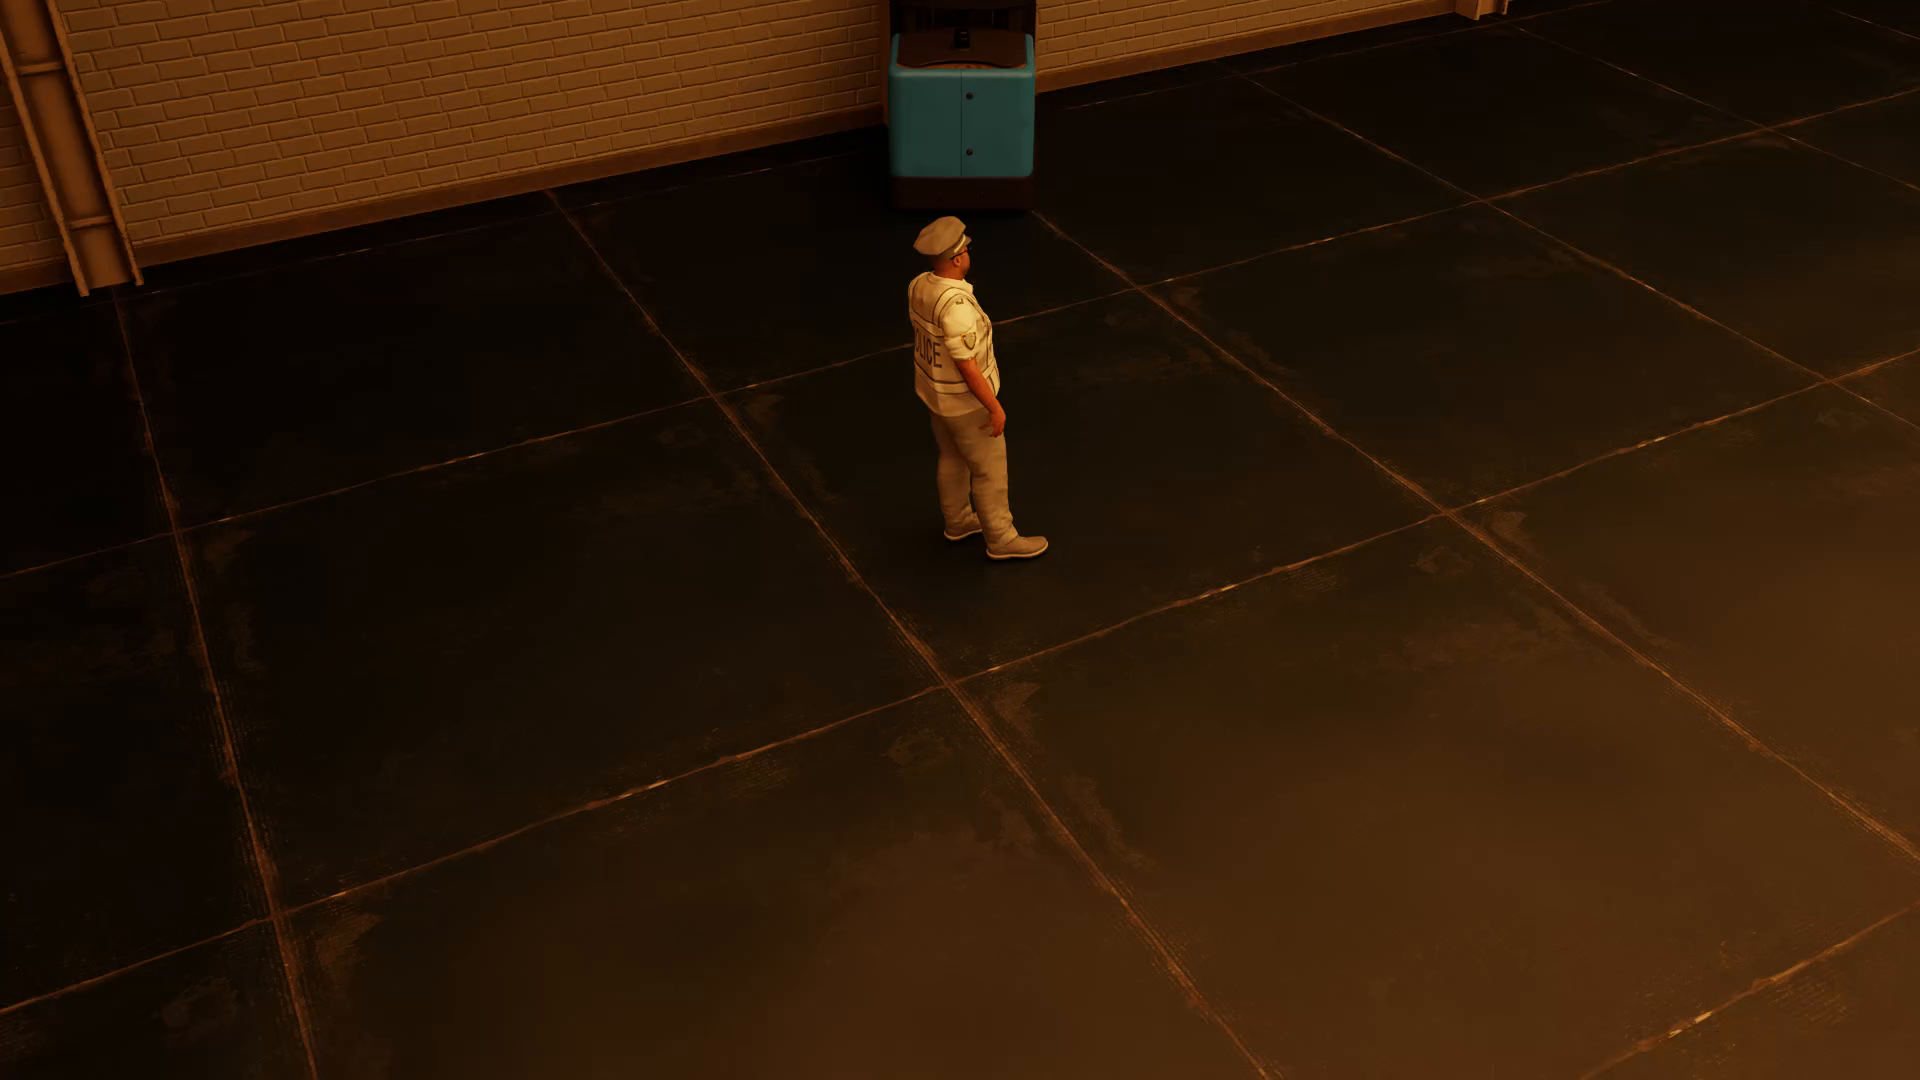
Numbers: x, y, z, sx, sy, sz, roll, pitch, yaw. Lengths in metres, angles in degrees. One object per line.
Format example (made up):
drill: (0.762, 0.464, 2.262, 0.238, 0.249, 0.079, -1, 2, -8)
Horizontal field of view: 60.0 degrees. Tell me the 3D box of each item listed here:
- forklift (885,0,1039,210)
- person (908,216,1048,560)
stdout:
forklift: (0.025, -4.374, 12.311, 1.130, 2.935, 3.031, 0, 35, 0)
person: (0.074, -0.749, 8.165, 0.574, 1.780, 0.641, -17, 39, -23)
